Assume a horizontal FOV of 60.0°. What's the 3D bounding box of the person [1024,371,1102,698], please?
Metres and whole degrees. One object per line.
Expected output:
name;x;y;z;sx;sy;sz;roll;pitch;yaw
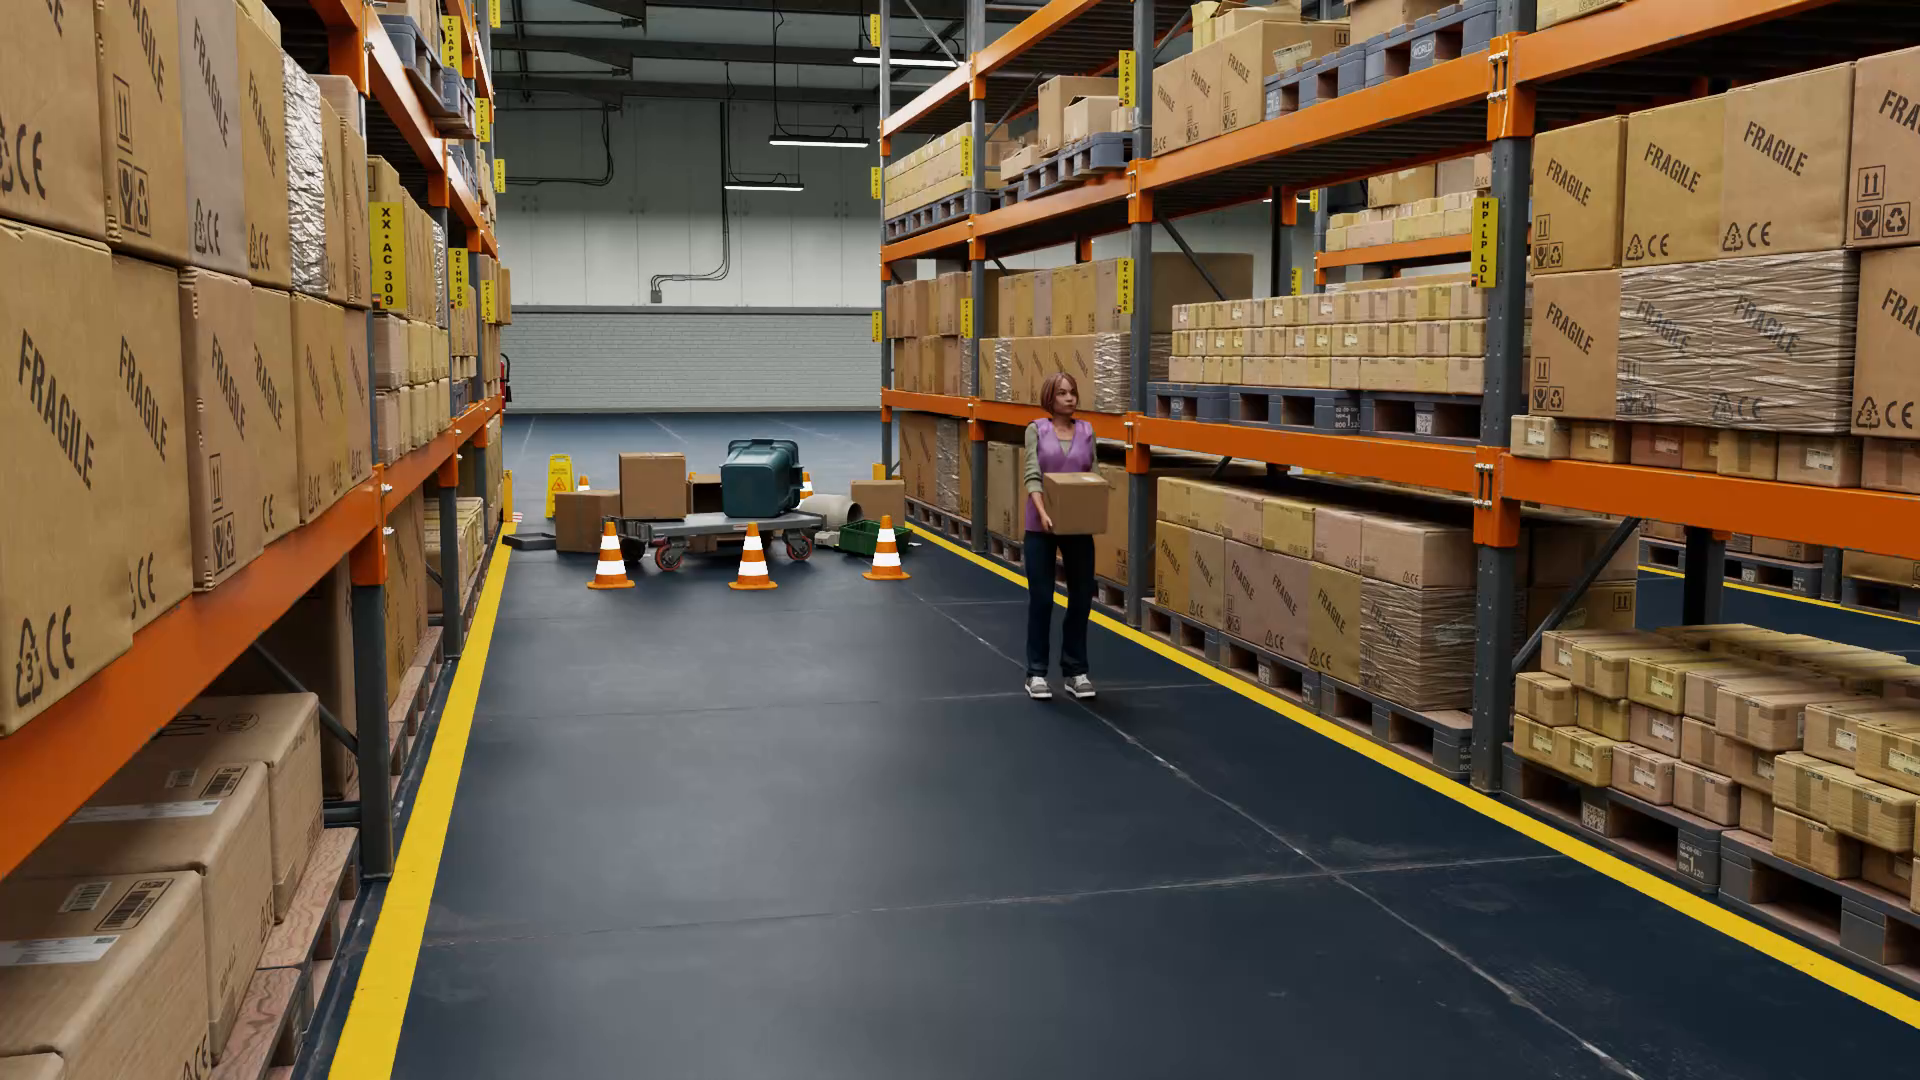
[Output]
person;0.509;-0.020;8.078;0.404;1.590;0.497;-1;6;-13
